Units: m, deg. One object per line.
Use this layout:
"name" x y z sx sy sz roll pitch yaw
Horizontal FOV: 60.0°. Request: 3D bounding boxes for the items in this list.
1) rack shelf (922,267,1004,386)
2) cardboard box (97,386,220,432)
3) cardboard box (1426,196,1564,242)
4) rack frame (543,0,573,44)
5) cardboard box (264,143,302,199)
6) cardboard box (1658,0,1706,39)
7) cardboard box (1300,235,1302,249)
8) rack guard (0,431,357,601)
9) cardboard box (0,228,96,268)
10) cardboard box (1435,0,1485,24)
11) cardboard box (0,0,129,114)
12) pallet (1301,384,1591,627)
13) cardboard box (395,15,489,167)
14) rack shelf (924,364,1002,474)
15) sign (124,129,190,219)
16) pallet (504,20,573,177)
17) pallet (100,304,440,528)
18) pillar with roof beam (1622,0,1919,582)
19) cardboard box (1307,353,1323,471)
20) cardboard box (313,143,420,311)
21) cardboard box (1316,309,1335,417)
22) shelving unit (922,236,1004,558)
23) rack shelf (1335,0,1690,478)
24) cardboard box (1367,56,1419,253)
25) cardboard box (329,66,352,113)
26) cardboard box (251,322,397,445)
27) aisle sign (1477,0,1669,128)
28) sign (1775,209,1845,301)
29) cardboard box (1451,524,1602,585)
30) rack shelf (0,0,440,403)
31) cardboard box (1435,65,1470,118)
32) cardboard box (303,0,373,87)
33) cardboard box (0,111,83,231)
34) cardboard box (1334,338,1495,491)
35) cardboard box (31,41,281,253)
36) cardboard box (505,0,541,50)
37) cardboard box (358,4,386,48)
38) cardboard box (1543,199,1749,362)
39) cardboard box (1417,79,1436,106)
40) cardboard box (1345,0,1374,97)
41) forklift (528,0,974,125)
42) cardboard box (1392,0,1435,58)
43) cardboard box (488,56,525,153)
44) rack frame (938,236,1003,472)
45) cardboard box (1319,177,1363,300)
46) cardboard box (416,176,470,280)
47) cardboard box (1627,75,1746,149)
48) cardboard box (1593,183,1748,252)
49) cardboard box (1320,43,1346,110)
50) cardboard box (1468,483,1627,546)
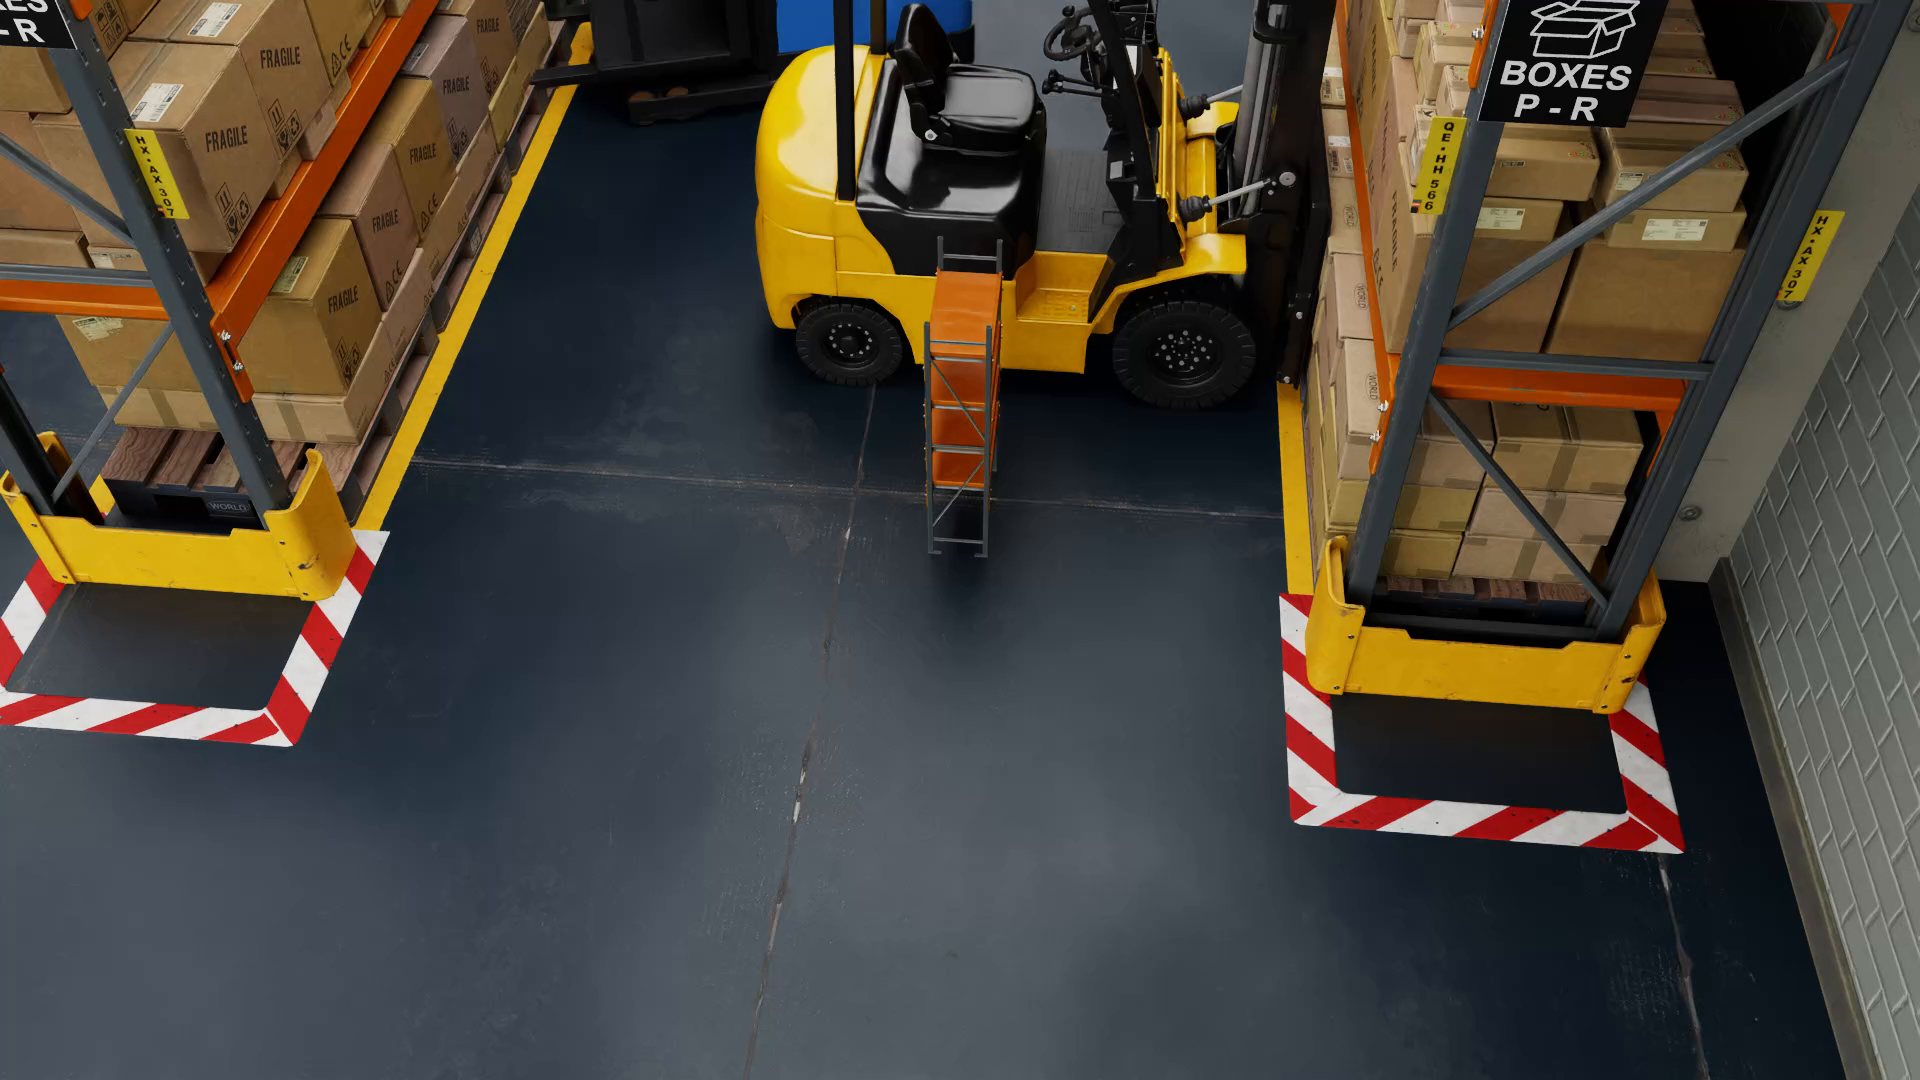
"rack shelf" 0.015 -0.792 6.129 0.258 0.148 0.480 4 48 4
"cardboard box" -3.230 -0.722 6.957 0.500 0.250 0.500 4 48 3
"cardboard box" 1.658 -1.074 5.192 0.380 0.149 0.250 5 48 4
"rack frame" -2.673 -3.818 8.209 1.000 3.000 0.127 4 48 4
"cardboard box" -2.687 -1.406 6.173 0.380 0.149 0.250 2 48 2
"cardboard box" 2.254 -1.699 5.562 0.380 0.149 0.250 4 48 4
"cardboard box" 1.768 -1.243 7.433 0.500 0.250 0.500 5 48 5
"rack guard" -3.031 -0.091 6.494 1.175 0.500 0.348 4 48 4
"cardboard box" -3.216 -1.083 5.878 0.380 0.149 0.250 5 48 5
"cardboard box" 1.814 -1.733 5.594 0.380 0.149 0.250 4 48 4
"cardboard box" -3.208 -1.740 5.362 0.700 0.500 0.500 3 48 3
"pallet" 1.934 -0.171 6.764 1.003 0.211 1.213 4 48 4
"cardboard box" -2.550 -2.083 7.693 0.500 0.500 0.500 6 48 6
"rack shelf" 0.015 -0.481 6.468 0.258 0.148 0.480 4 48 4
"sign" -2.497 -1.135 5.168 0.100 0.325 0.005 4 48 4
"pallet" -2.699 -2.381 8.785 1.003 0.211 1.213 4 48 4
"pallet" -2.921 -0.588 7.145 1.003 0.211 1.213 4 48 4
"pillar with roof beam" -1.420 -3.313 3.682 9.100 9.000 0.400 4 48 4
"cardboard box" 1.689 -0.493 6.747 0.500 0.250 0.500 4 48 4
"cardboard box" -2.644 -1.322 6.997 0.500 0.500 0.500 2 48 2
"cardboard box" 1.695 -0.677 6.576 0.500 0.250 0.500 3 48 3
"shelving unit" 0.015 -0.527 6.419 0.258 1.200 0.503 4 48 4
"rack shelf" 2.088 -1.775 6.828 1.077 0.370 4.000 4 48 4
"cardboard box" 1.746 -1.341 5.876 0.500 0.500 0.500 5 48 5
"cardboard box" -2.628 -1.781 6.517 0.380 0.149 0.250 5 48 5
"cardboard box" -2.689 -0.667 6.906 0.500 0.250 0.500 4 48 3
"aisle sign" 1.607 -1.396 4.233 0.394 0.787 0.004 4 48 4
"sign" 2.458 -0.825 4.831 0.100 0.325 0.005 4 48 4
"cardboard box" 2.145 -0.109 6.396 0.500 0.250 0.500 4 48 4
"rack shelf" -2.855 -2.106 7.131 1.077 0.370 4.000 4 48 4
"cardboard box" 1.720 -1.361 5.253 0.380 0.149 0.250 4 48 4
"cardboard box" -2.629 -2.098 6.366 0.500 0.500 0.500 3 48 3
"cardboard box" -3.262 -1.430 5.756 0.500 0.500 0.500 3 48 3
"cardboard box" 1.637 -0.458 6.037 0.500 0.250 0.500 5 48 5
"cardboard box" -2.718 -1.342 5.676 0.500 0.500 0.500 3 48 3
"cardboard box" -2.460 -2.832 8.378 0.500 0.500 0.500 3 48 3
"cardboard box" -2.610 -2.171 6.873 0.380 0.149 0.250 3 48 2
"cardboard box" 2.228 -0.927 5.497 0.500 0.500 0.500 5 48 5
"cardboard box" 1.737 -1.450 5.536 0.380 0.149 0.250 5 48 4
"cardboard box" 1.827 -2.088 6.559 0.500 0.500 0.500 4 48 4
"forklift" -1.497 -3.601 8.057 3.031 2.935 1.130 -10 48 -9
"cardboard box" 1.748 -1.831 5.885 0.380 0.149 0.250 2 48 2
"cardboard box" -2.498 -2.187 8.297 0.500 0.250 0.500 3 48 2
"rack frame" 0.037 -0.706 6.583 0.240 1.200 0.015 4 48 4
"cardboard box" 1.714 -1.205 6.721 0.500 0.250 0.500 4 48 4
"cardboard box" -2.597 -1.443 7.616 0.500 0.250 0.500 7 48 6
"cardboard box" 2.236 -1.324 5.220 0.380 0.149 0.250 5 48 5
"cardboard box" 2.195 -1.032 5.154 0.380 0.149 0.250 3 48 3
"cardboard box" 1.823 -1.962 7.413 0.500 0.250 0.500 5 48 5
"cardboard box" 2.156 -0.262 6.197 0.500 0.250 0.500 5 48 4
